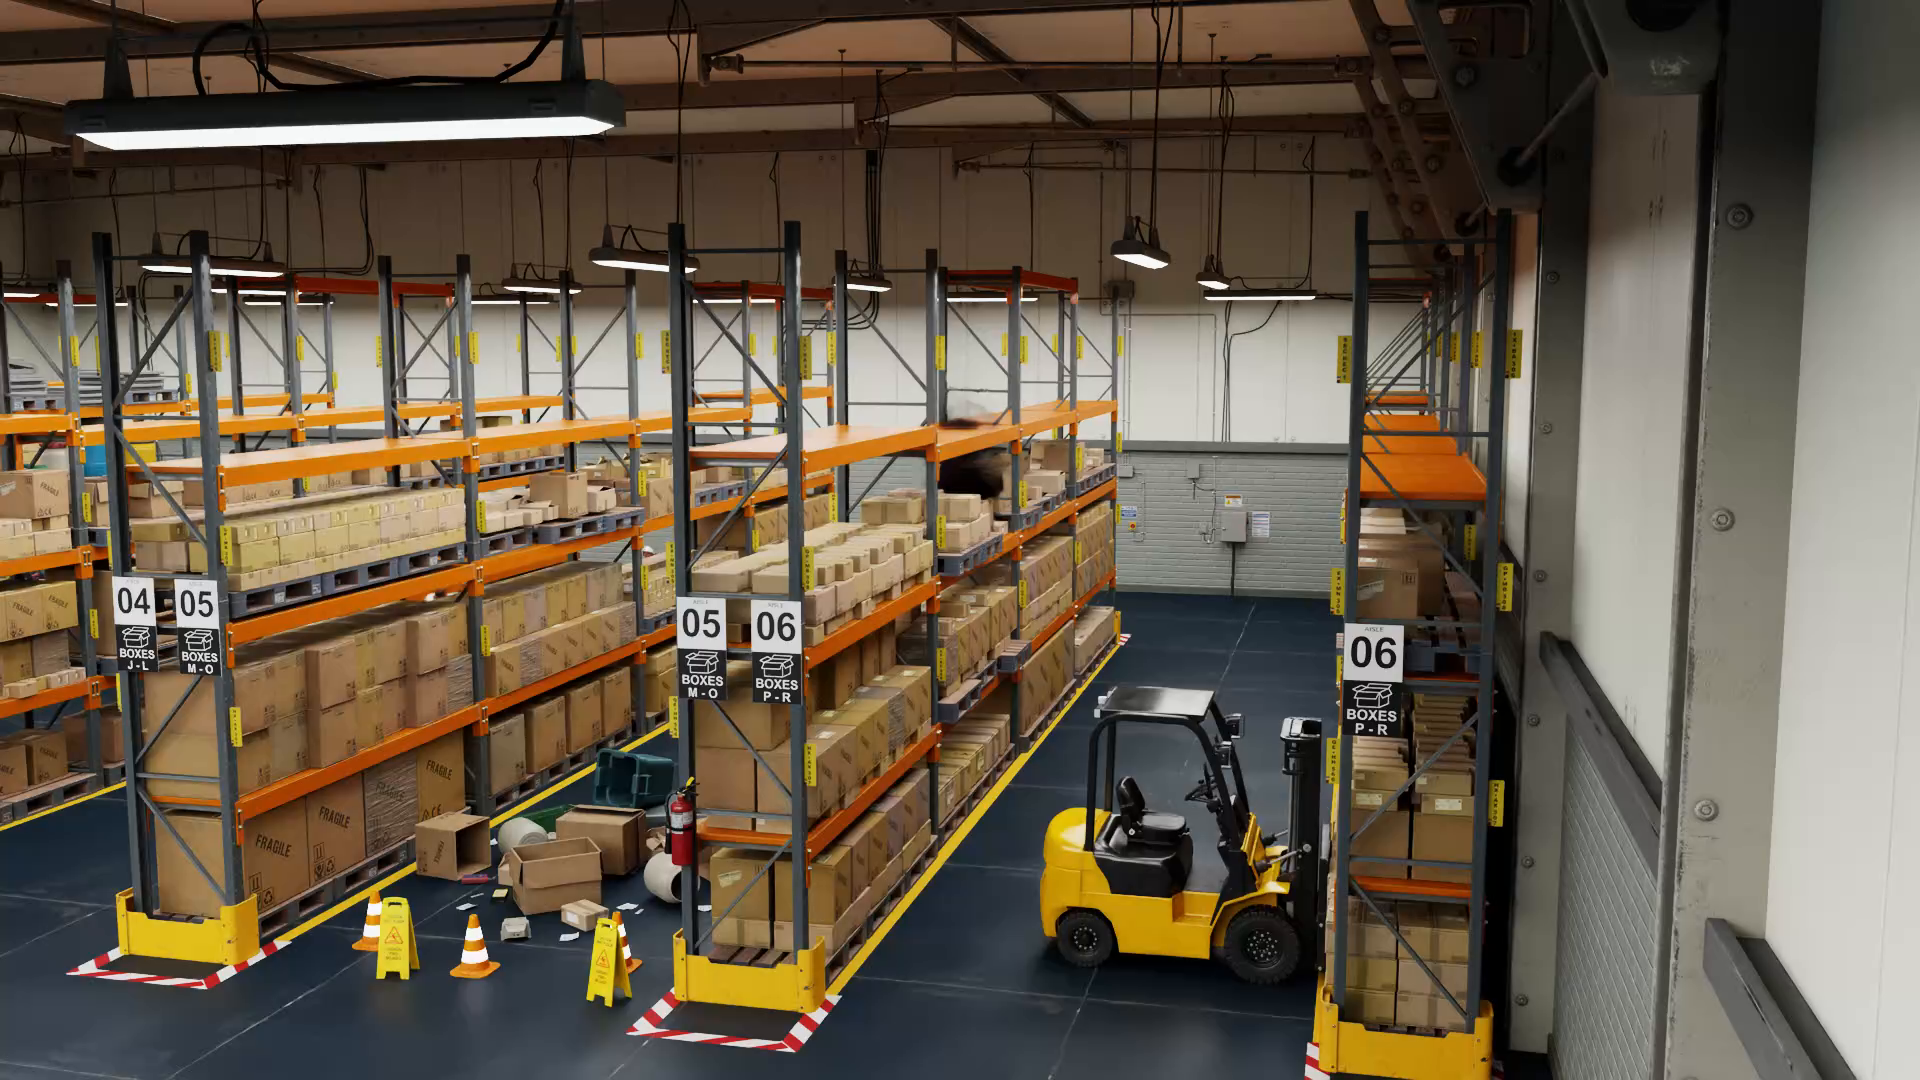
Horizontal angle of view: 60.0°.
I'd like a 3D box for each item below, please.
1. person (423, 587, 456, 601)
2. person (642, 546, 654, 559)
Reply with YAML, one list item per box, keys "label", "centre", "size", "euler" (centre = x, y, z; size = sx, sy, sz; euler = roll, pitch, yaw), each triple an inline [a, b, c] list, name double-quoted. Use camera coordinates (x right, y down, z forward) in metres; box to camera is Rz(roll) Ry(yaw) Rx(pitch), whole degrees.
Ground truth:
- label: "person"
  centre: [-7.347, 1.390, 23.573]
  size: [0.669, 1.805, 0.942]
  euler: [1, 7, 11]
- label: "person"
  centre: [-5.099, 0.973, 27.312]
  size: [0.668, 1.760, 0.811]
  euler: [2, 7, 13]
